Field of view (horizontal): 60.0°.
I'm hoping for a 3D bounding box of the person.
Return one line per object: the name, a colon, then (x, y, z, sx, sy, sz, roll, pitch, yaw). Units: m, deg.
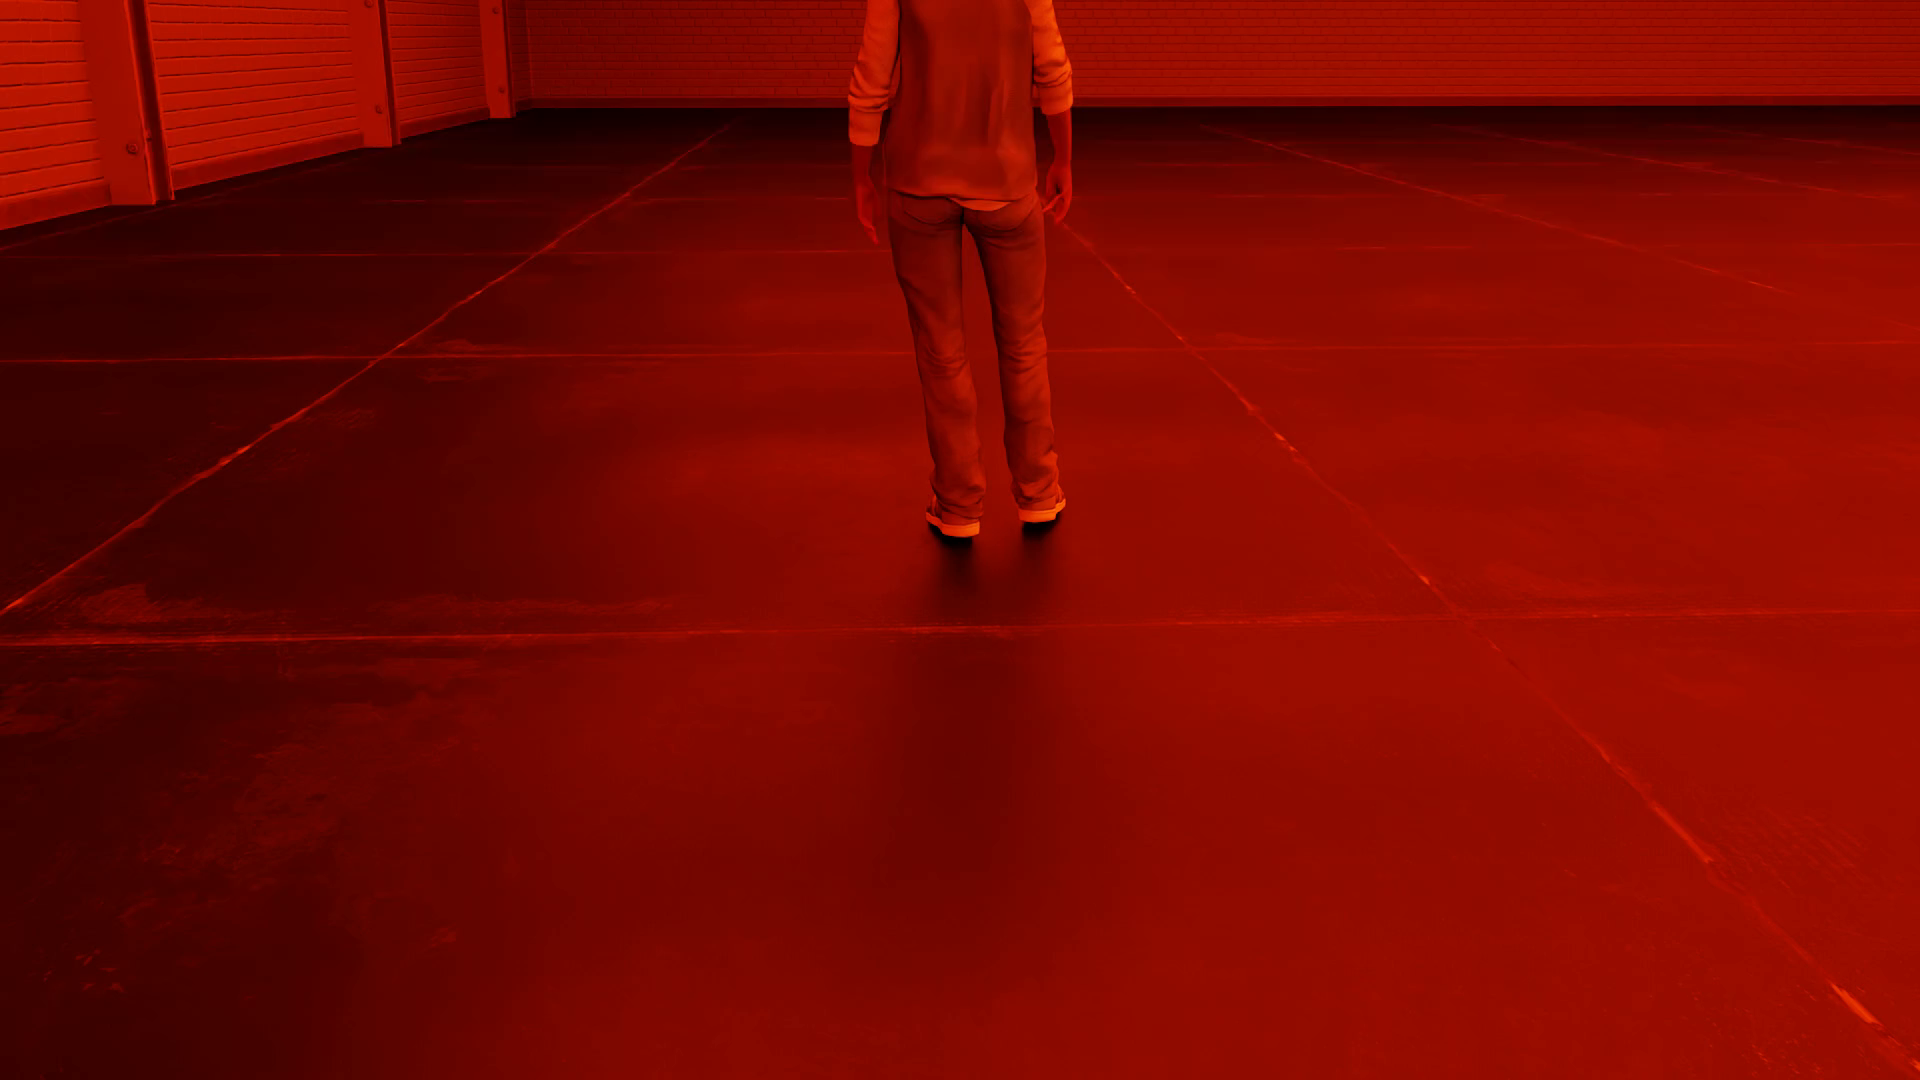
person: (0.011, -0.792, 3.753, 0.520, 1.597, 0.475, -1, 17, -3)
